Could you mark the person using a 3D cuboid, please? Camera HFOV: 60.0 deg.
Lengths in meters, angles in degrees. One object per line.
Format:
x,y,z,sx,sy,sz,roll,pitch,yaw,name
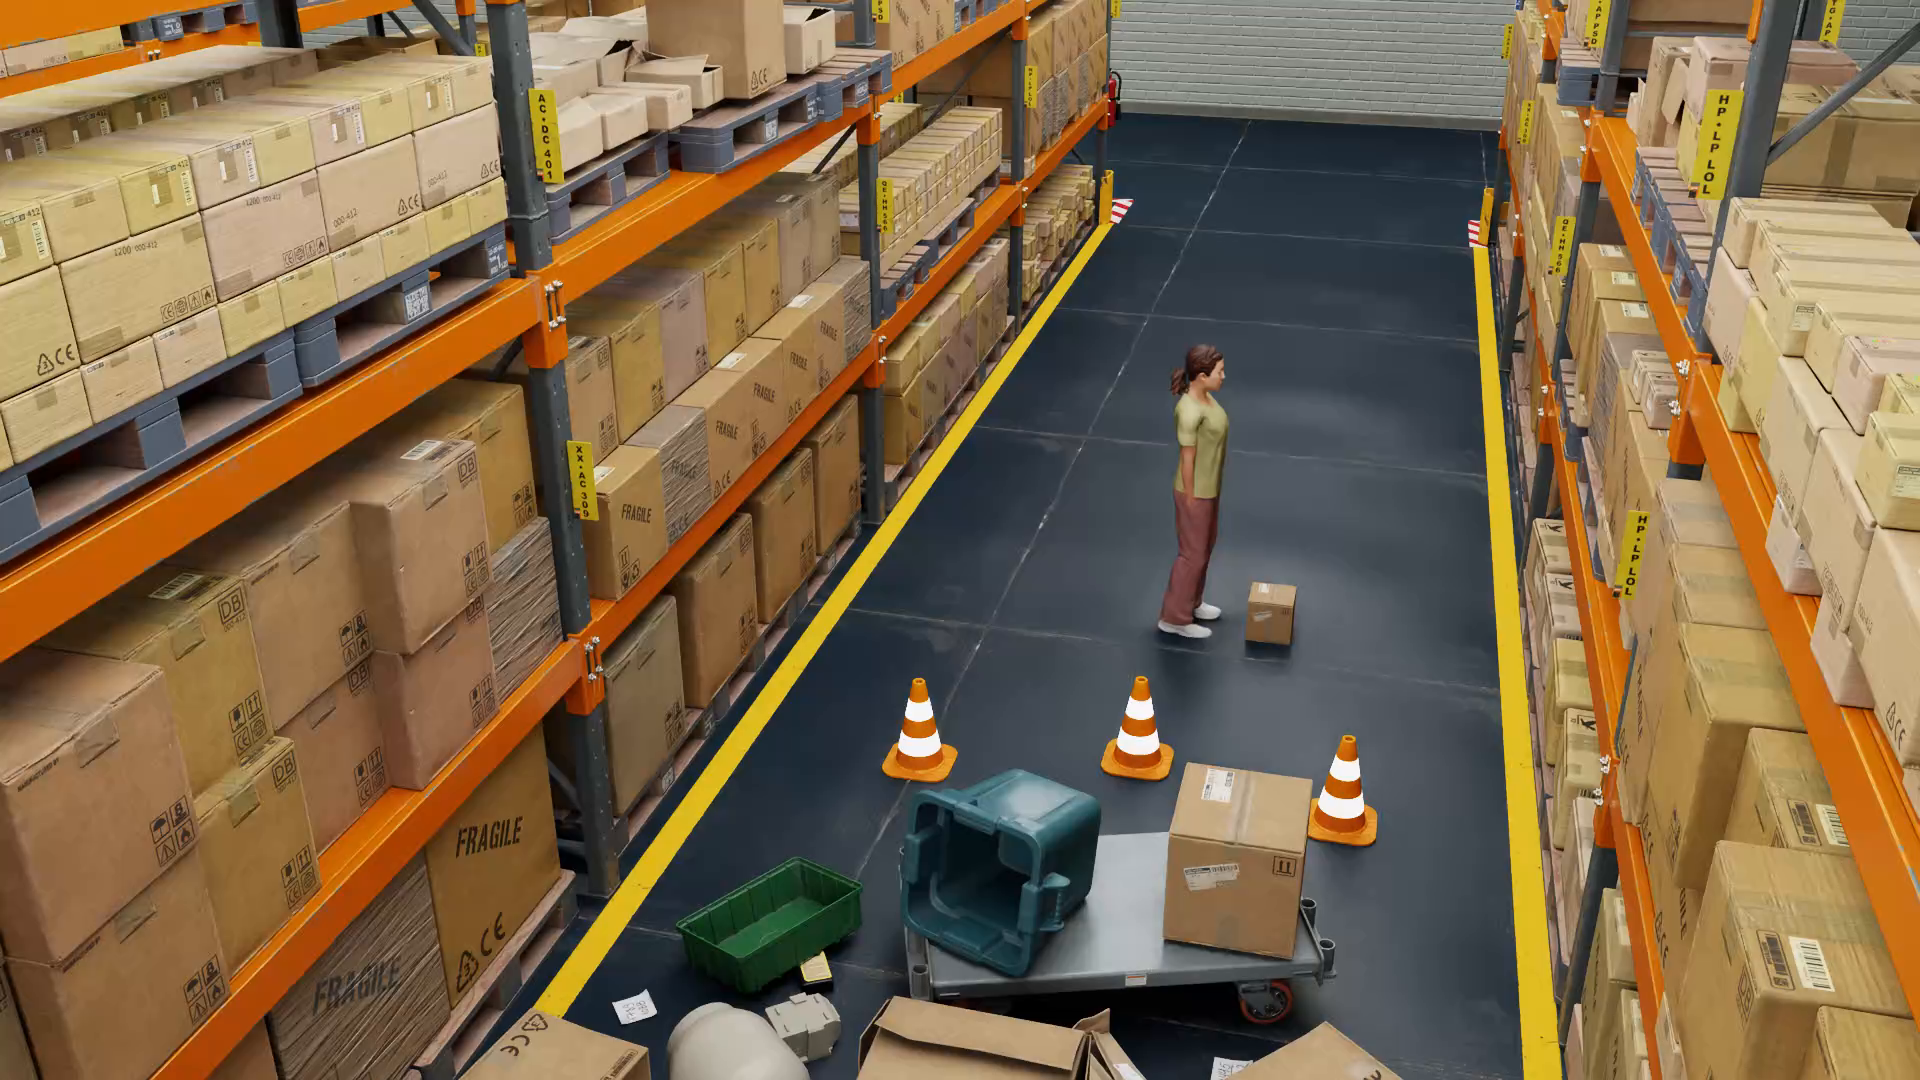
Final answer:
1.305,-0.278,9.219,0.365,1.684,0.442,7,26,14,person
